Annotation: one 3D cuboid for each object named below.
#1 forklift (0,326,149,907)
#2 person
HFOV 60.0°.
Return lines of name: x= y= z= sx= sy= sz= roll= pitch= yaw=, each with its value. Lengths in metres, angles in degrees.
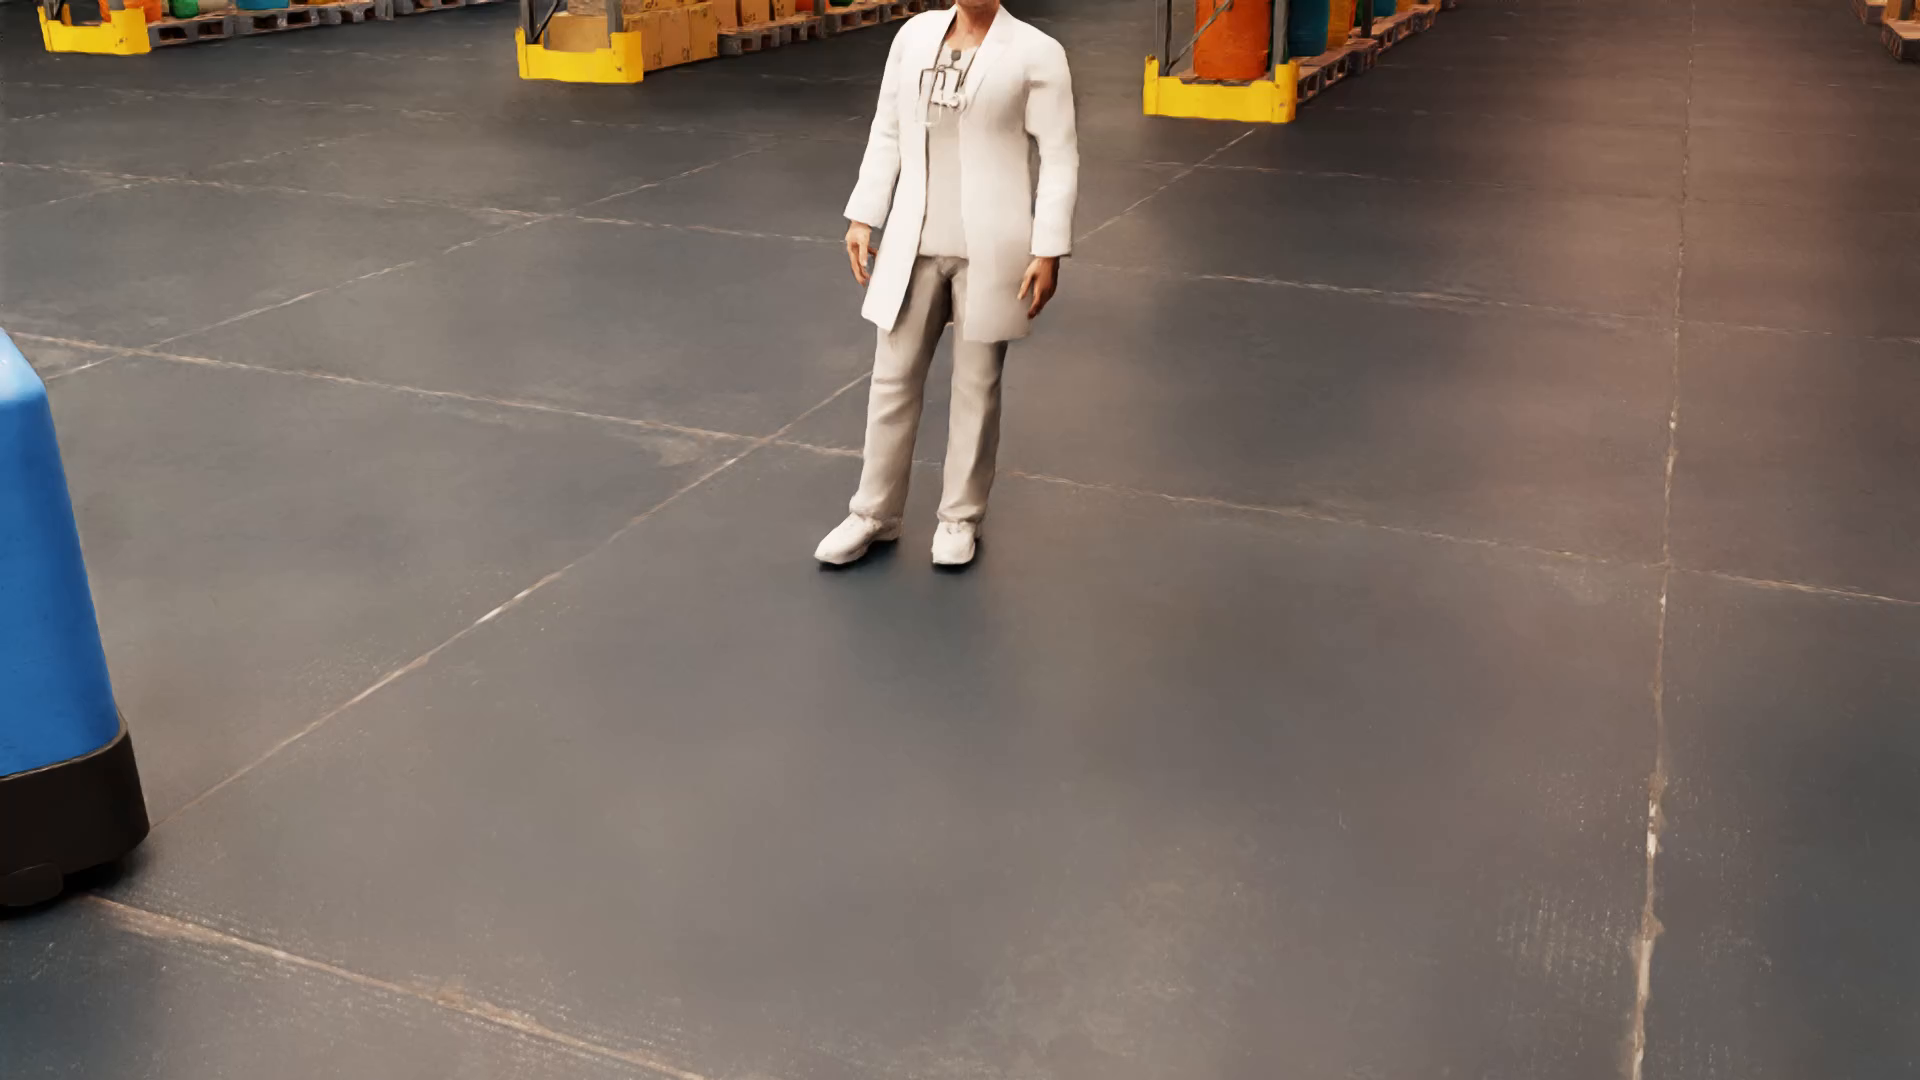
forklift: x=-3.171 y=-0.478 z=2.435 sx=3.031 sy=2.935 sz=1.130 roll=-16 pitch=27 yaw=-33
person: x=-0.039 y=-0.795 z=4.671 sx=0.694 sy=1.776 sz=0.579 roll=9 pitch=24 yaw=21
